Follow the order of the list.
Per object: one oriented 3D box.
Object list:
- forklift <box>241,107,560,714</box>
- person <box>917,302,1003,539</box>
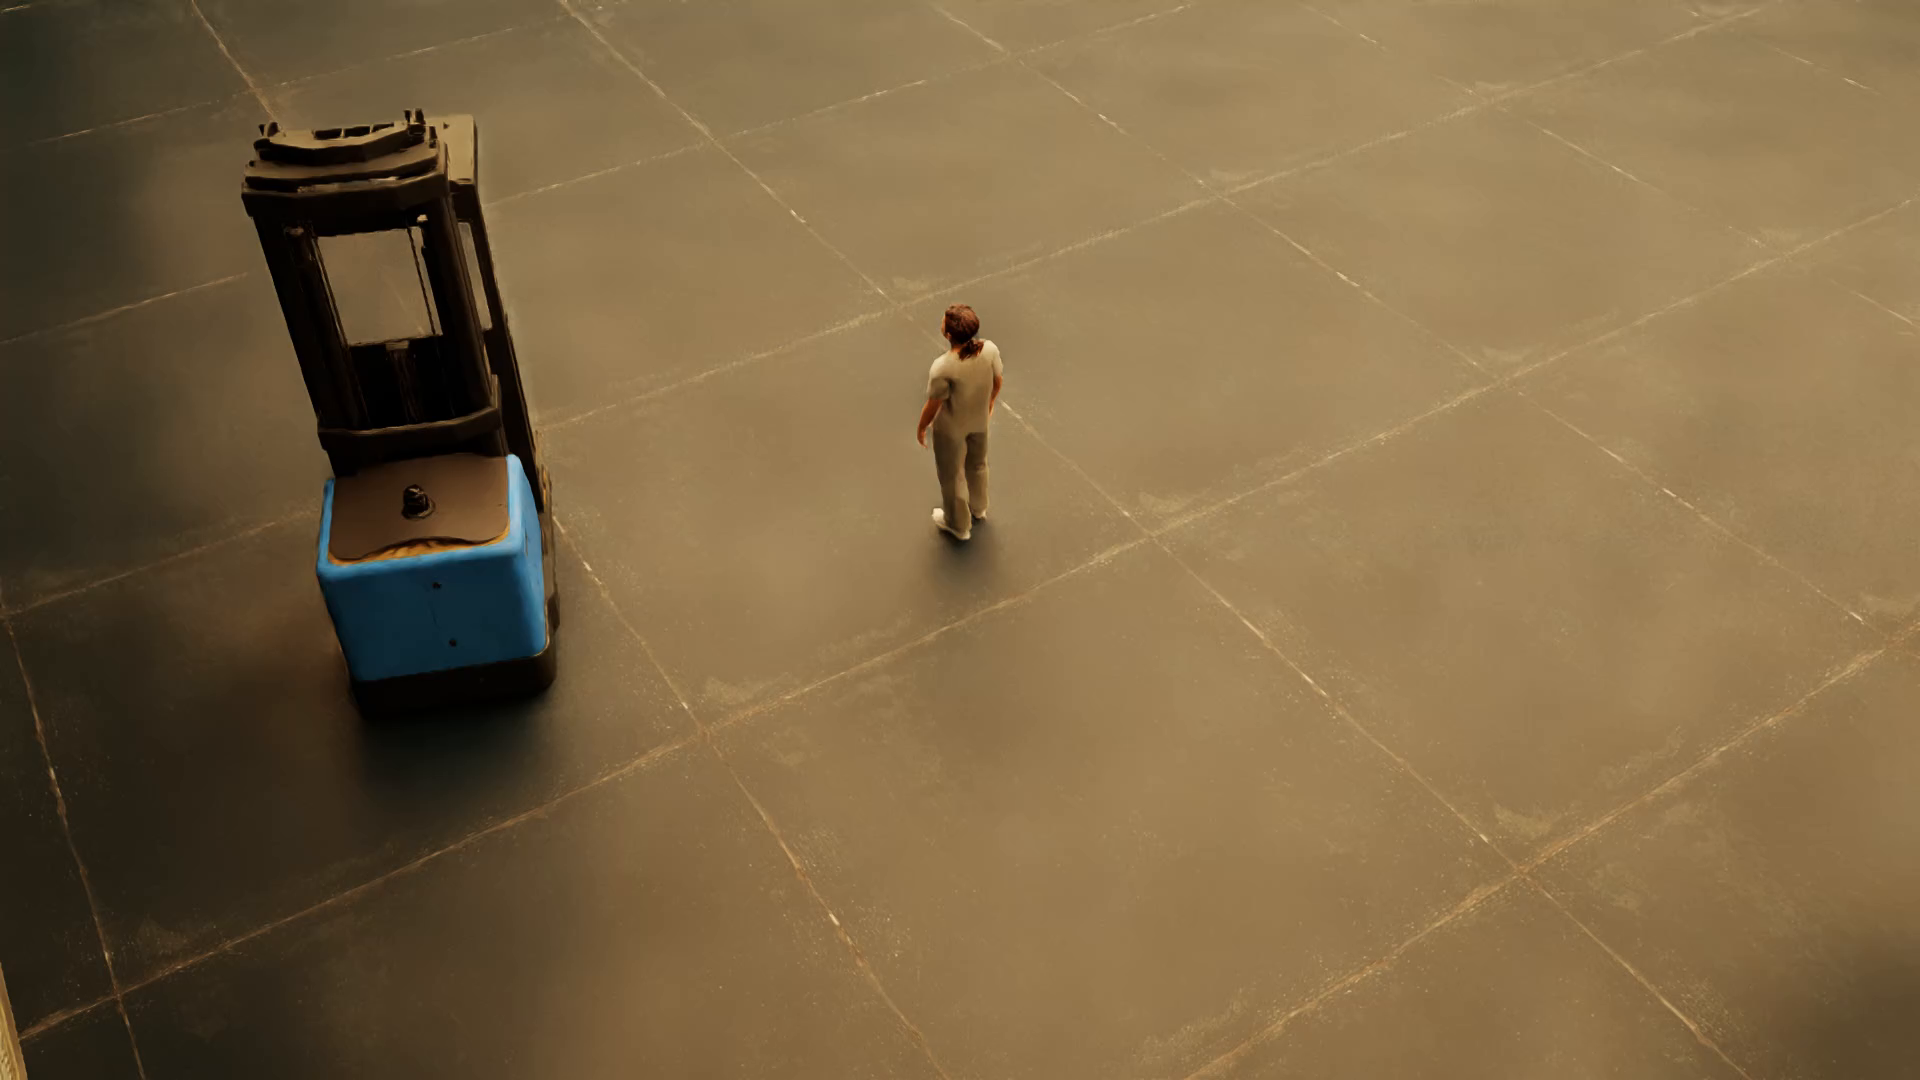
[{"bbox_3d":[-3.044,-1.150,9.187,1.130,2.935,3.031,-8,42,-9],"label":"forklift"},{"bbox_3d":[-0.032,-0.716,9.573,0.550,1.673,0.534,-23,46,-24],"label":"person"}]
